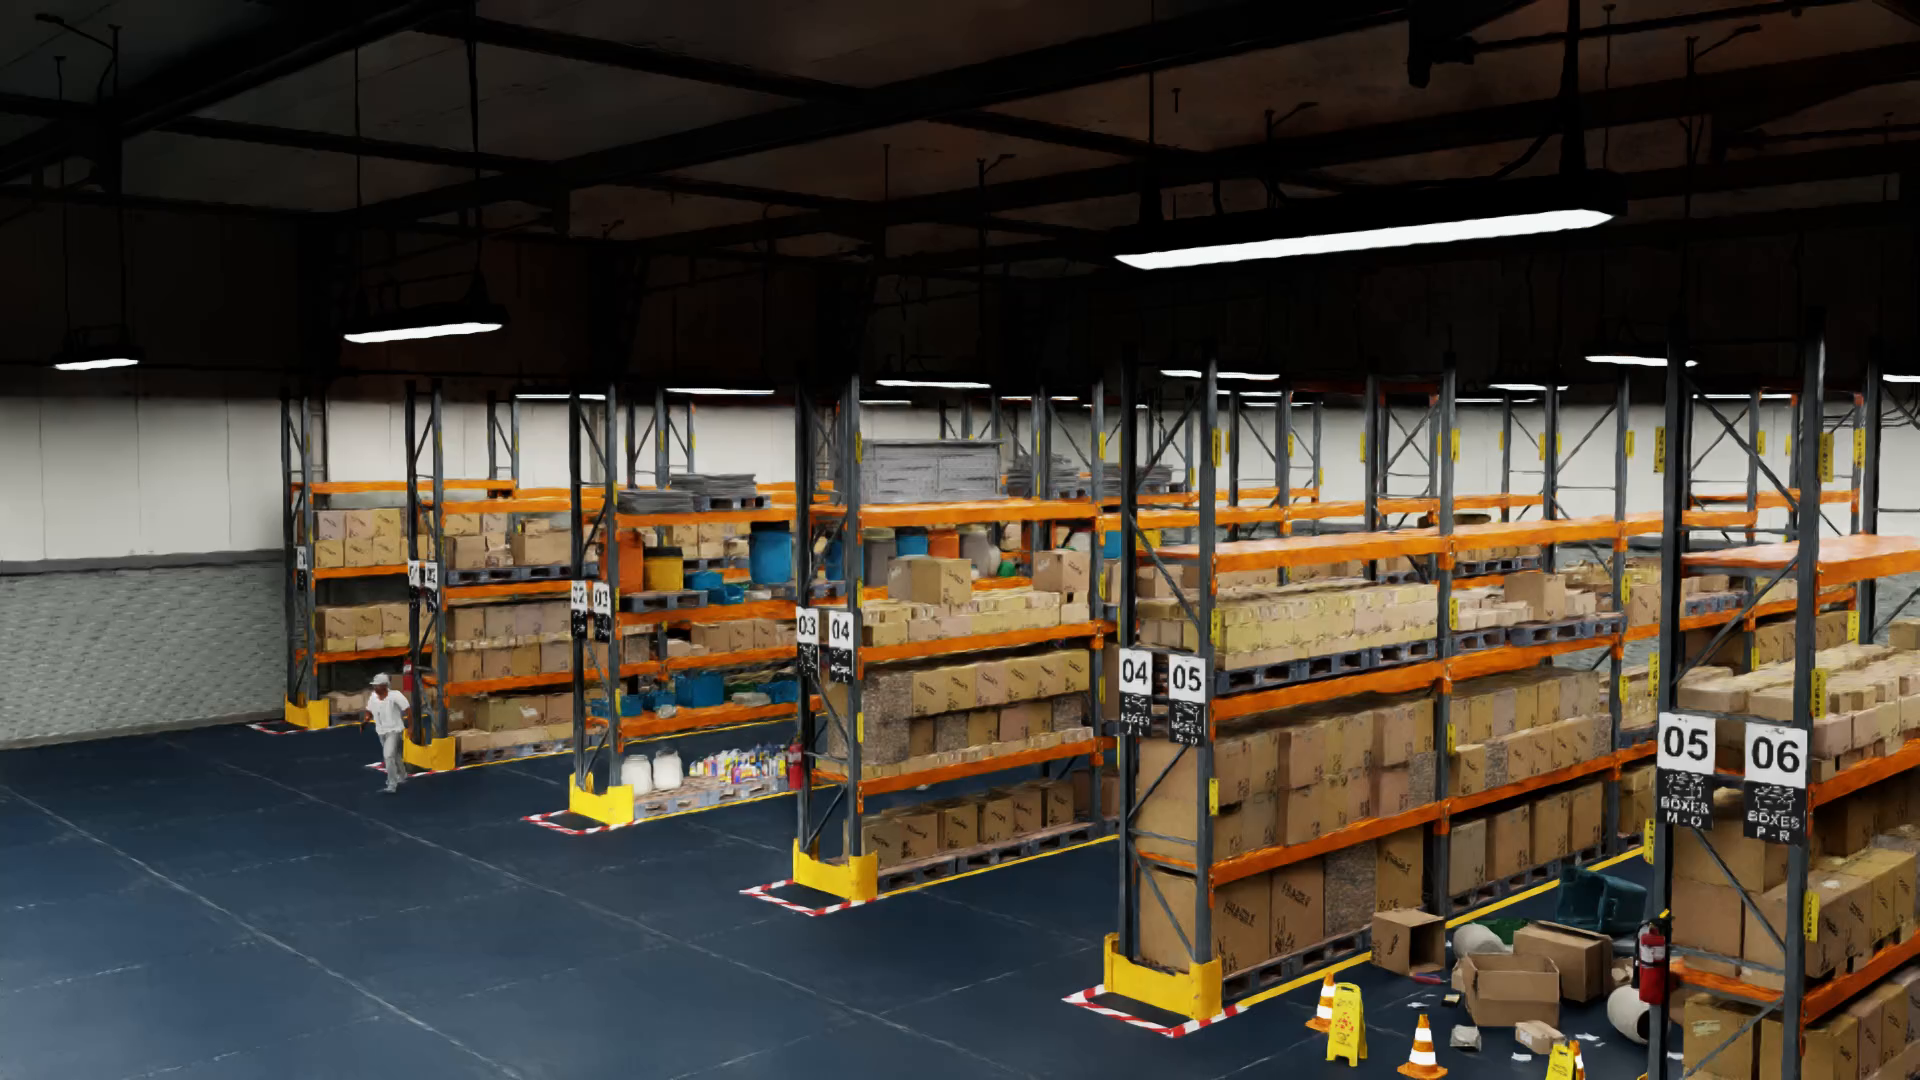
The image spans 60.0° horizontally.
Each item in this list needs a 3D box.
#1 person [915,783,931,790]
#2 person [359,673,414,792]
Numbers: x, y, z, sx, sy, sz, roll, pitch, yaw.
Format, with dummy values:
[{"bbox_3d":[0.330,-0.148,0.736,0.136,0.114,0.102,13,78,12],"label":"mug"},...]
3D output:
[{"bbox_3d":[-0.730,2.763,24.136,0.549,1.735,0.686,-4,5,-45],"label":"person"},{"bbox_3d":[-8.277,2.764,24.137,0.712,1.697,0.831,2,4,28],"label":"person"}]
